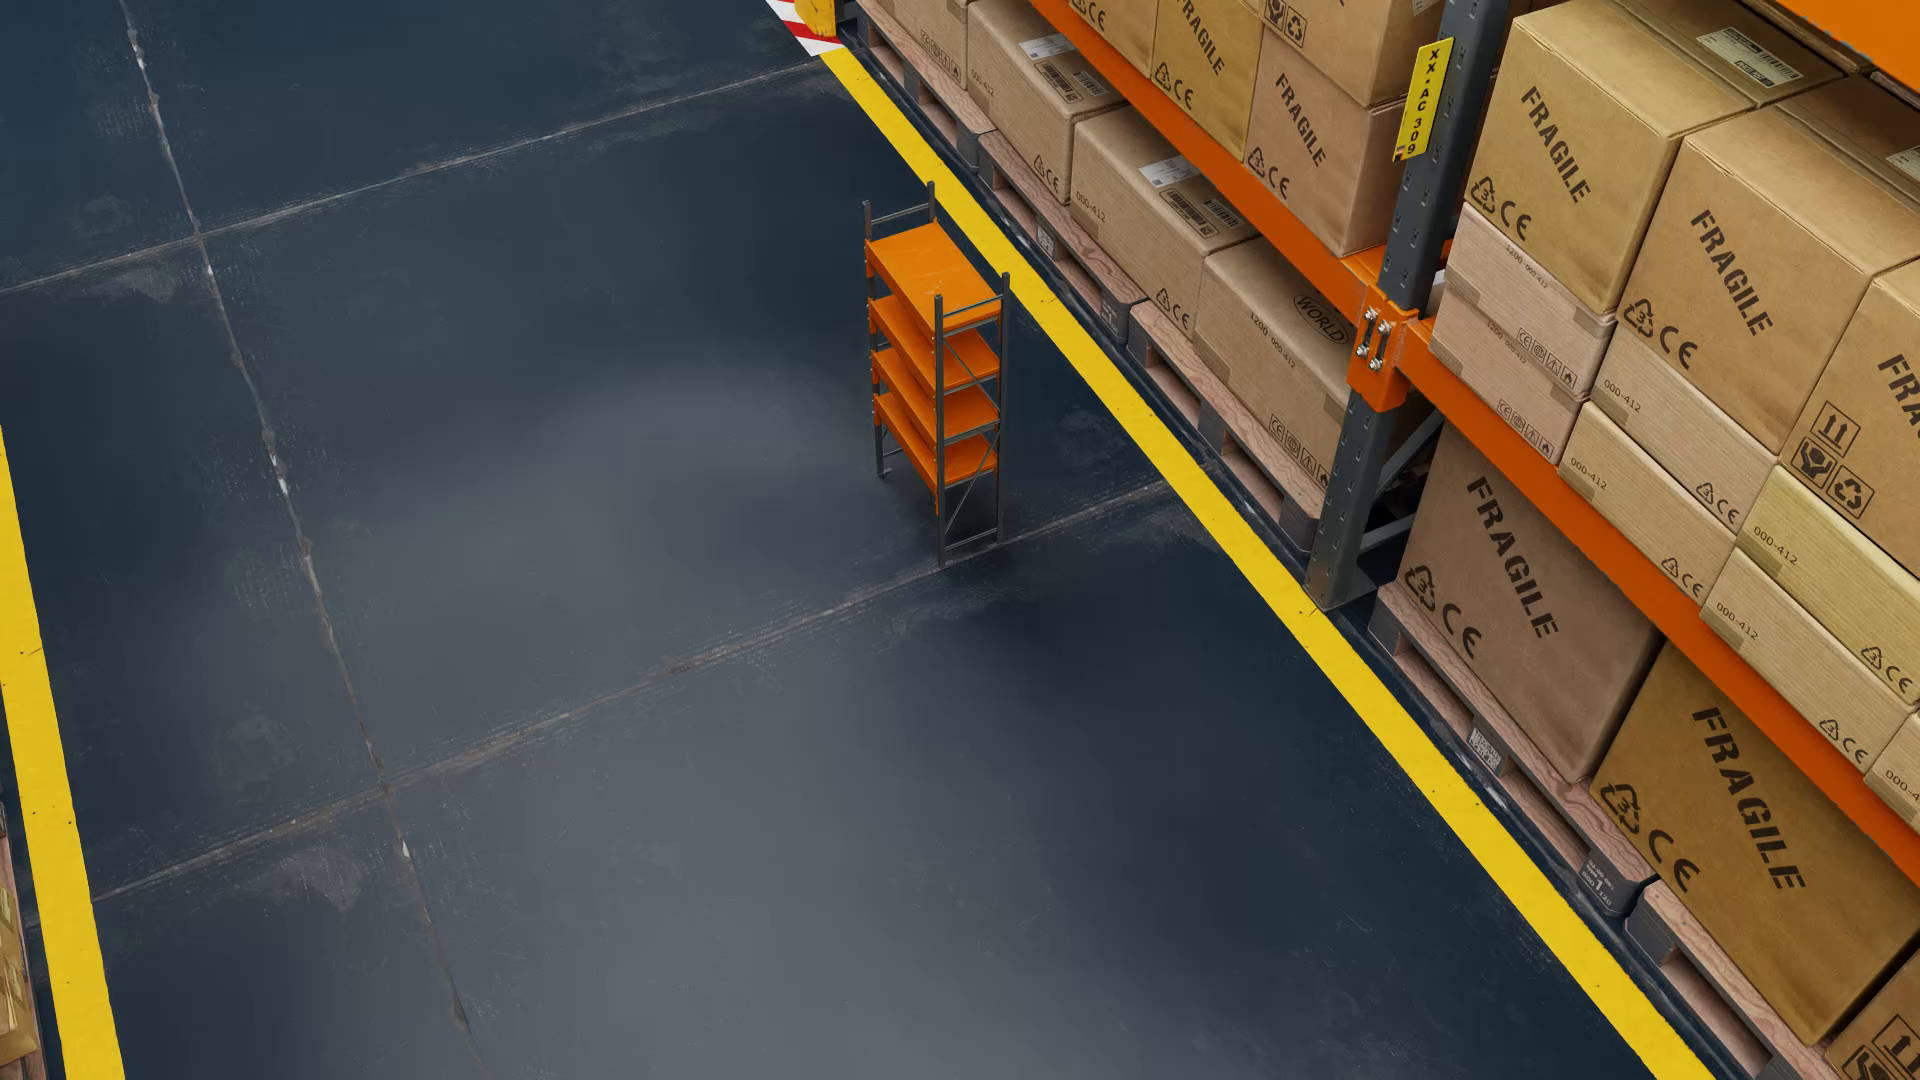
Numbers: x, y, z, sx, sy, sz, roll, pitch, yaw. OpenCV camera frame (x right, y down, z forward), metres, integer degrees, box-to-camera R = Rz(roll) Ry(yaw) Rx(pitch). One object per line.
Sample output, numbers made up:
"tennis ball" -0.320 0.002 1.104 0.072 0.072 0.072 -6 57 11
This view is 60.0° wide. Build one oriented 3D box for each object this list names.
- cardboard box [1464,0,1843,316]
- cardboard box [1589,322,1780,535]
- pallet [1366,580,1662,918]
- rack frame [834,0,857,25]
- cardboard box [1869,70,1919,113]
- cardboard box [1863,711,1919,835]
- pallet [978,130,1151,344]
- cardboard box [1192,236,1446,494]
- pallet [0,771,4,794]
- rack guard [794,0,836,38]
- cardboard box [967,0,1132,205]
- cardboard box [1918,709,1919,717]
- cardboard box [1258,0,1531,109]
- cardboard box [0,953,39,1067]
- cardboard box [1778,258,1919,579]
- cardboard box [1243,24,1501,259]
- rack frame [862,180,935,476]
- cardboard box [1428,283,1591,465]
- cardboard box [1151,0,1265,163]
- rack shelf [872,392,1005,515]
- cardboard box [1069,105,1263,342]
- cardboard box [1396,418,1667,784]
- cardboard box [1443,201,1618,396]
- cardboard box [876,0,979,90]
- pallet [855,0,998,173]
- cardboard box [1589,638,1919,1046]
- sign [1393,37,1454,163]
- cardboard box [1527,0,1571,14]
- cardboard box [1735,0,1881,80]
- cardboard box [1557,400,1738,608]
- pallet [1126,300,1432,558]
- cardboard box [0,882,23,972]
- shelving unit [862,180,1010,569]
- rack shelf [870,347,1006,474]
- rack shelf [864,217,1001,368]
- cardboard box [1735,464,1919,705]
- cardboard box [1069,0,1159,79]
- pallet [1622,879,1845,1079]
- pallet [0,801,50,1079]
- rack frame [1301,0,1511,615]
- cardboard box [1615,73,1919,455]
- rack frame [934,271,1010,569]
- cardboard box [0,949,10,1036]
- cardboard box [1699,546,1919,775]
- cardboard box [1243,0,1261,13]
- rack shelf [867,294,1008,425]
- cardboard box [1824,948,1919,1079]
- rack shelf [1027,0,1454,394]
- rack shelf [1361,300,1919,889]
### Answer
"cardboard box" 1.570 -0.922 3.833 0.500 0.500 0.500 -21 52 -17
"cardboard box" 1.838 -0.338 3.820 0.500 0.250 0.500 -20 52 -17
"pallet" 2.044 0.455 5.212 1.003 0.211 1.213 -21 52 -18
"rack frame" -0.207 -3.631 6.933 1.000 3.000 0.127 -21 52 -18
"cardboard box" 2.295 -0.759 3.691 0.500 0.500 0.500 -20 52 -17
"cardboard box" 2.270 0.513 3.408 0.500 0.250 0.500 -22 52 -18
"pallet" 0.783 -1.389 6.825 1.003 0.211 1.213 -21 52 -18
"cardboard box" 1.432 -0.705 5.797 0.875 0.438 0.875 -22 52 -18
"pallet" -3.632 0.482 5.188 1.003 0.211 1.213 -21 52 -18
"rack guard" -0.218 -2.824 7.888 1.175 0.500 0.348 -21 52 -18
"cardboard box" 0.611 -1.909 6.850 0.875 0.438 0.875 -20 52 -17
"cardboard box" 2.278 0.347 3.221 0.500 0.250 0.500 -23 53 -19
"cardboard box" 1.162 -1.536 4.370 0.500 0.500 0.500 -22 52 -18
"cardboard box" -2.612 1.265 4.266 0.380 0.149 0.250 -23 53 -19
"cardboard box" 2.054 -0.255 3.249 0.500 0.500 0.500 -22 52 -18
"cardboard box" 1.184 -1.209 4.748 0.500 0.500 0.500 -21 52 -17
"rack frame" -0.187 -0.669 5.538 0.240 1.200 0.015 -21 52 -18
"cardboard box" 1.590 -0.519 4.311 0.500 0.250 0.500 -22 52 -18
"cardboard box" 0.944 -1.551 5.048 0.500 0.500 0.500 -22 52 -18
"rack shelf" -0.076 -0.331 5.595 0.258 0.148 0.480 -21 52 -18
"cardboard box" 1.022 -1.304 6.321 0.875 0.438 0.875 -23 53 -19
"cardboard box" 1.979 -0.005 4.894 0.875 0.875 0.875 -20 52 -16
"cardboard box" 1.574 -0.677 4.117 0.500 0.250 0.500 -23 53 -19
"cardboard box" 0.184 -2.518 7.383 0.875 0.438 0.875 -23 53 -19
"pallet" 0.229 -2.204 7.538 1.003 0.211 1.213 -21 52 -18
"cardboard box" 2.399 0.597 4.368 0.875 0.875 0.875 -20 52 -16
"sign" 1.131 -1.072 4.067 0.100 0.325 0.005 -21 52 -18
"cardboard box" 1.621 -1.718 4.529 0.500 0.500 0.500 -21 52 -17
"cardboard box" 2.052 -1.103 3.991 0.500 0.500 0.500 -20 52 -16
"cardboard box" 1.829 -0.173 4.008 0.500 0.250 0.500 -22 52 -18
"pallet" 1.345 -0.571 6.110 1.003 0.211 1.213 -21 52 -18
"cardboard box" -2.734 1.087 4.422 0.380 0.149 0.250 -20 52 -16
"shelving unit" -0.076 -0.506 5.395 0.258 1.200 0.503 -21 52 -18
"rack shelf" -0.076 -0.462 5.446 0.258 0.148 0.480 -21 52 -18
"rack shelf" -0.076 -0.764 5.099 0.258 0.148 0.480 -21 52 -18
"cardboard box" 2.045 0.009 3.517 0.500 0.250 0.500 -21 52 -17
"cardboard box" 0.701 -1.883 5.337 0.500 0.500 0.500 -22 52 -18
"pallet" 2.606 1.273 4.497 1.003 0.211 1.213 -21 52 -18
"pallet" -3.070 1.300 4.473 1.003 0.211 1.213 -21 52 -18
"rack frame" 1.624 -0.954 4.591 1.000 3.000 0.127 -21 52 -18
"cardboard box" 1.827 -0.591 3.544 0.500 0.500 0.500 -21 52 -18
"rack frame" 0.036 -0.342 5.252 0.240 1.200 0.015 -21 52 -18
"cardboard box" -2.613 1.169 4.152 0.380 0.149 0.250 -19 51 -16
"cardboard box" 2.049 0.176 3.703 0.500 0.250 0.500 -22 52 -18
"cardboard box" 0.937 -1.879 4.670 0.500 0.500 0.500 -22 52 -18
"rack shelf" -0.076 -0.609 5.278 0.258 0.148 0.480 -21 52 -18
"cardboard box" 2.808 1.196 3.844 0.875 0.875 0.875 -21 52 -17
"rack shelf" 0.709 -2.055 6.033 1.077 0.370 4.000 -21 52 -18
"rack shelf" 2.539 0.622 3.691 1.077 0.370 4.000 -21 52 -18
